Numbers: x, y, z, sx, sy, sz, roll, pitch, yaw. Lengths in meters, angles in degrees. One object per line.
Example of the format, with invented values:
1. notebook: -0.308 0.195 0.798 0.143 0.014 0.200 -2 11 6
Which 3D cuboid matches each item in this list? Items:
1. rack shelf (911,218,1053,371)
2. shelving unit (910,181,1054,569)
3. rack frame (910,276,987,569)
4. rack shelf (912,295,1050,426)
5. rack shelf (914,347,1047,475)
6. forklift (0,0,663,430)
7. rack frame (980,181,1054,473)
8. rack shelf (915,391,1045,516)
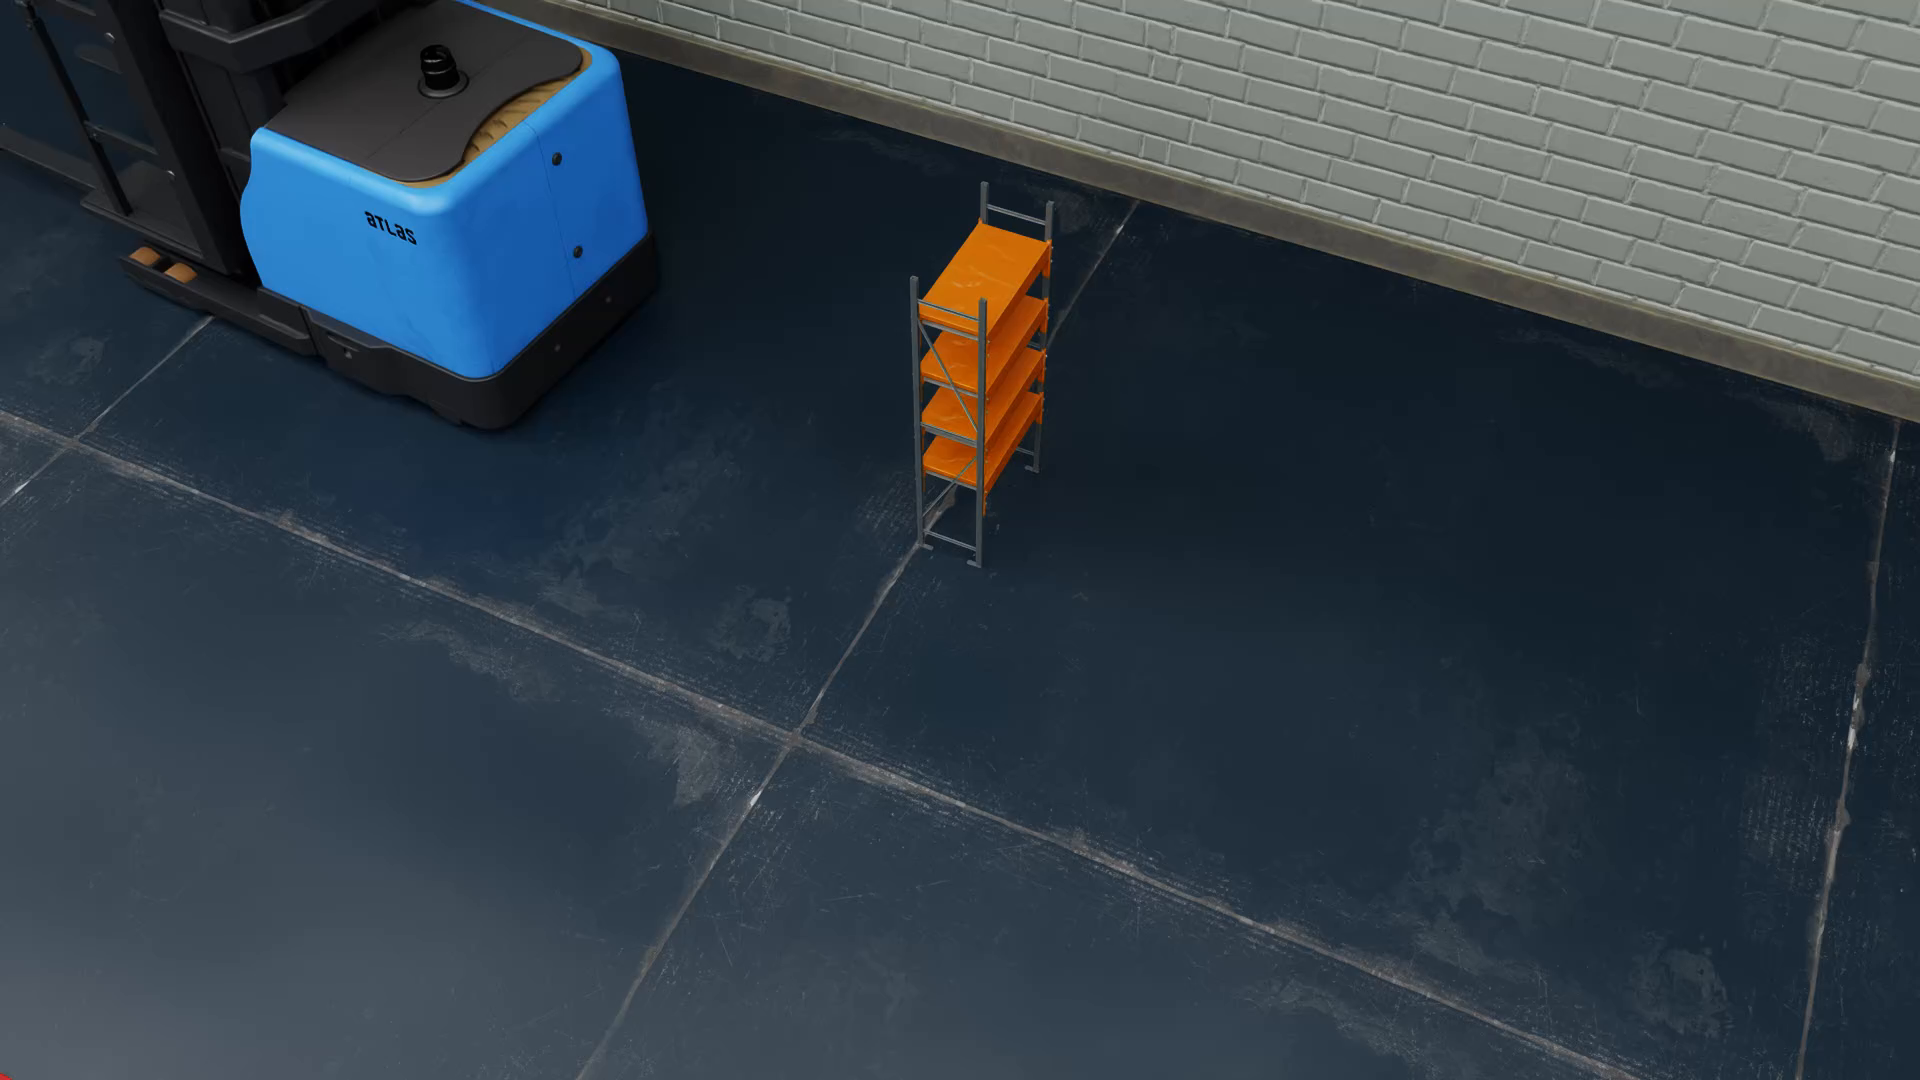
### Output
1. rack shelf: 0.071 -0.757 5.091 0.258 0.148 0.480 20 52 16
2. shelving unit: 0.071 -0.503 5.390 0.258 1.200 0.503 20 52 16
3. rack frame: -0.034 -0.335 5.247 0.240 1.200 0.015 20 52 16
4. rack shelf: 0.071 -0.604 5.271 0.258 0.148 0.480 20 52 16
5. rack shelf: 0.071 -0.459 5.441 0.258 0.148 0.480 20 52 16
6. forklift: -2.703 -2.190 5.689 3.031 2.935 1.130 24 54 19
7. rack frame: 0.175 -0.671 5.533 0.240 1.200 0.015 20 52 16
8. rack shelf: 0.071 -0.331 5.592 0.258 0.148 0.480 20 52 16
